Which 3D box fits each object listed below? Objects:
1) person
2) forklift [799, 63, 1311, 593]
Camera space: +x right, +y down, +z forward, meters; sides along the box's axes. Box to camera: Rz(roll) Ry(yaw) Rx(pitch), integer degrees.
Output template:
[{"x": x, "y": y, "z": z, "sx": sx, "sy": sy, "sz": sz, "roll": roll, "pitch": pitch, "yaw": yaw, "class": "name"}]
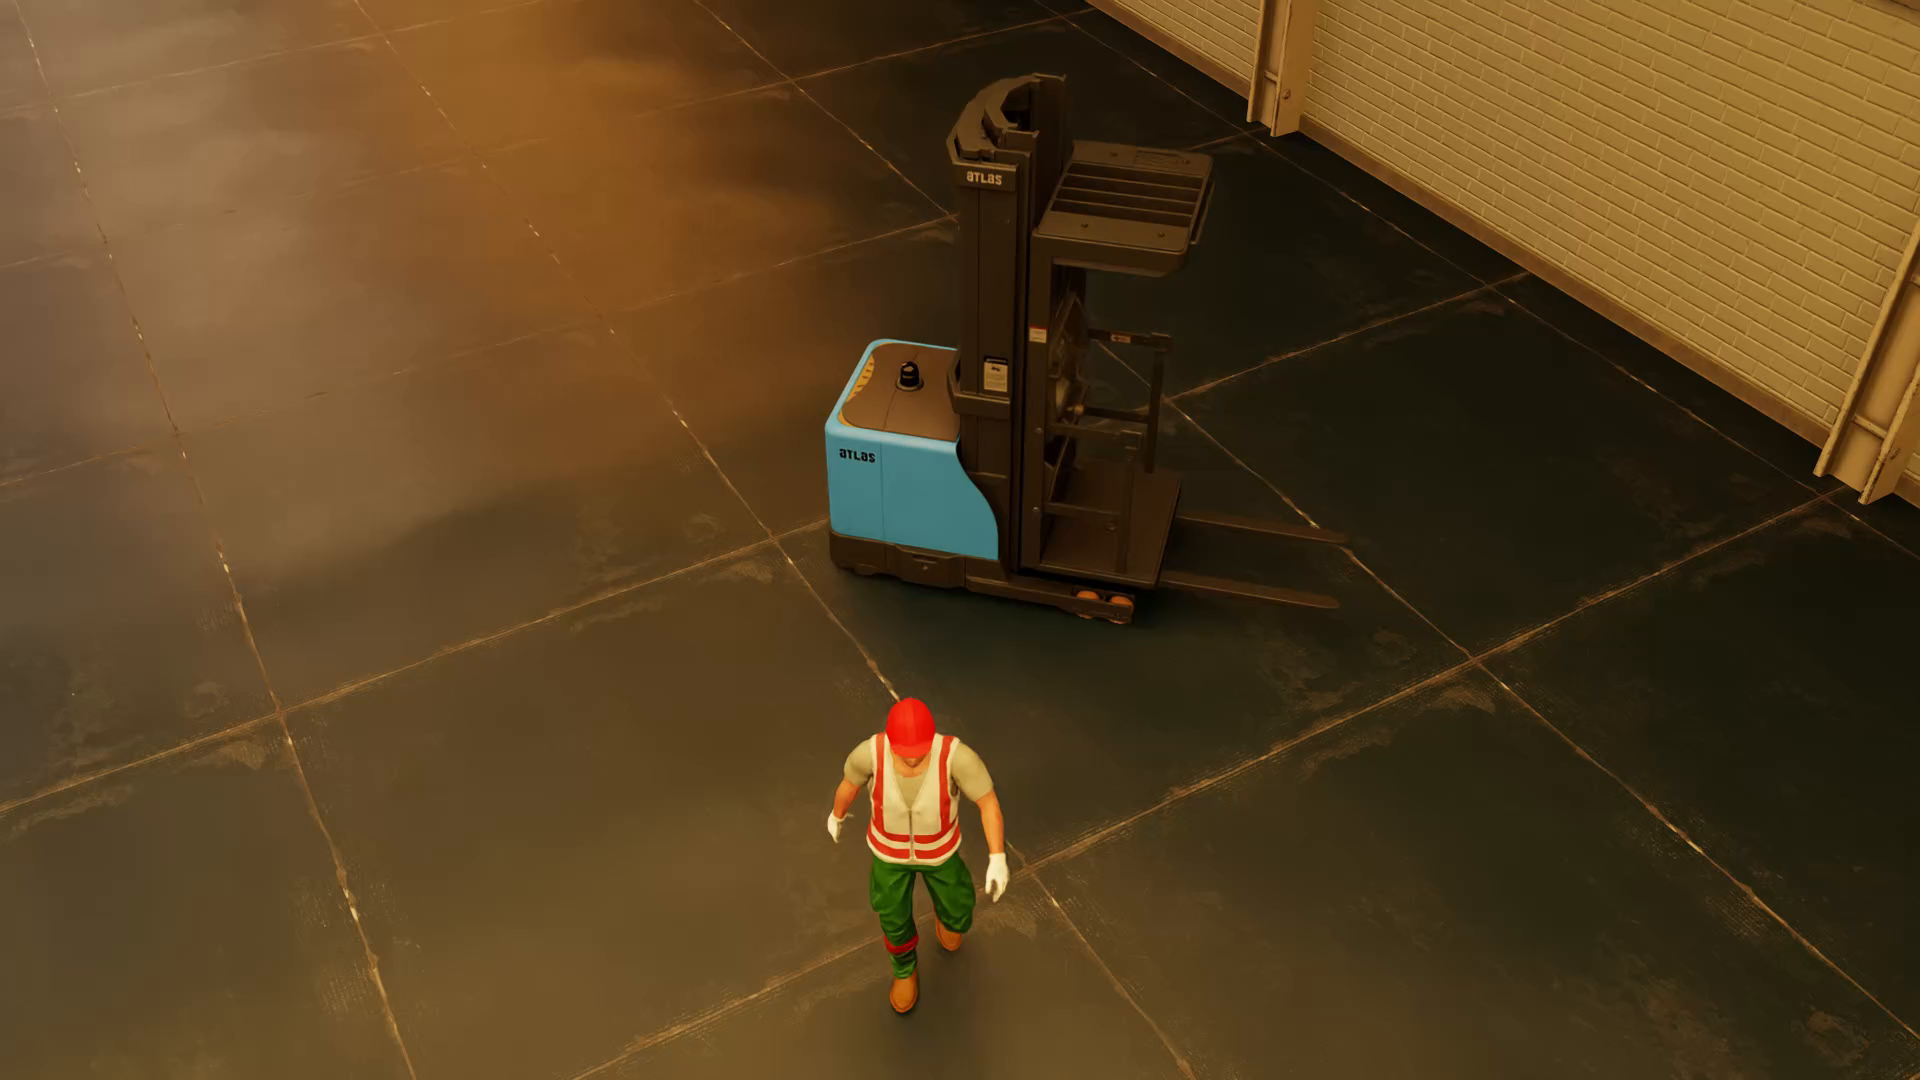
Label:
[{"x": -0.205, "y": 1.523, "z": 7.124, "sx": 0.617, "sy": 1.795, "sz": 0.477, "roll": 3, "pitch": 40, "yaw": 4, "class": "person"}, {"x": 0.588, "y": -1.153, "z": 9.426, "sx": 3.031, "sy": 2.935, "sz": 1.130, "roll": 0, "pitch": 40, "yaw": 0, "class": "forklift"}]
